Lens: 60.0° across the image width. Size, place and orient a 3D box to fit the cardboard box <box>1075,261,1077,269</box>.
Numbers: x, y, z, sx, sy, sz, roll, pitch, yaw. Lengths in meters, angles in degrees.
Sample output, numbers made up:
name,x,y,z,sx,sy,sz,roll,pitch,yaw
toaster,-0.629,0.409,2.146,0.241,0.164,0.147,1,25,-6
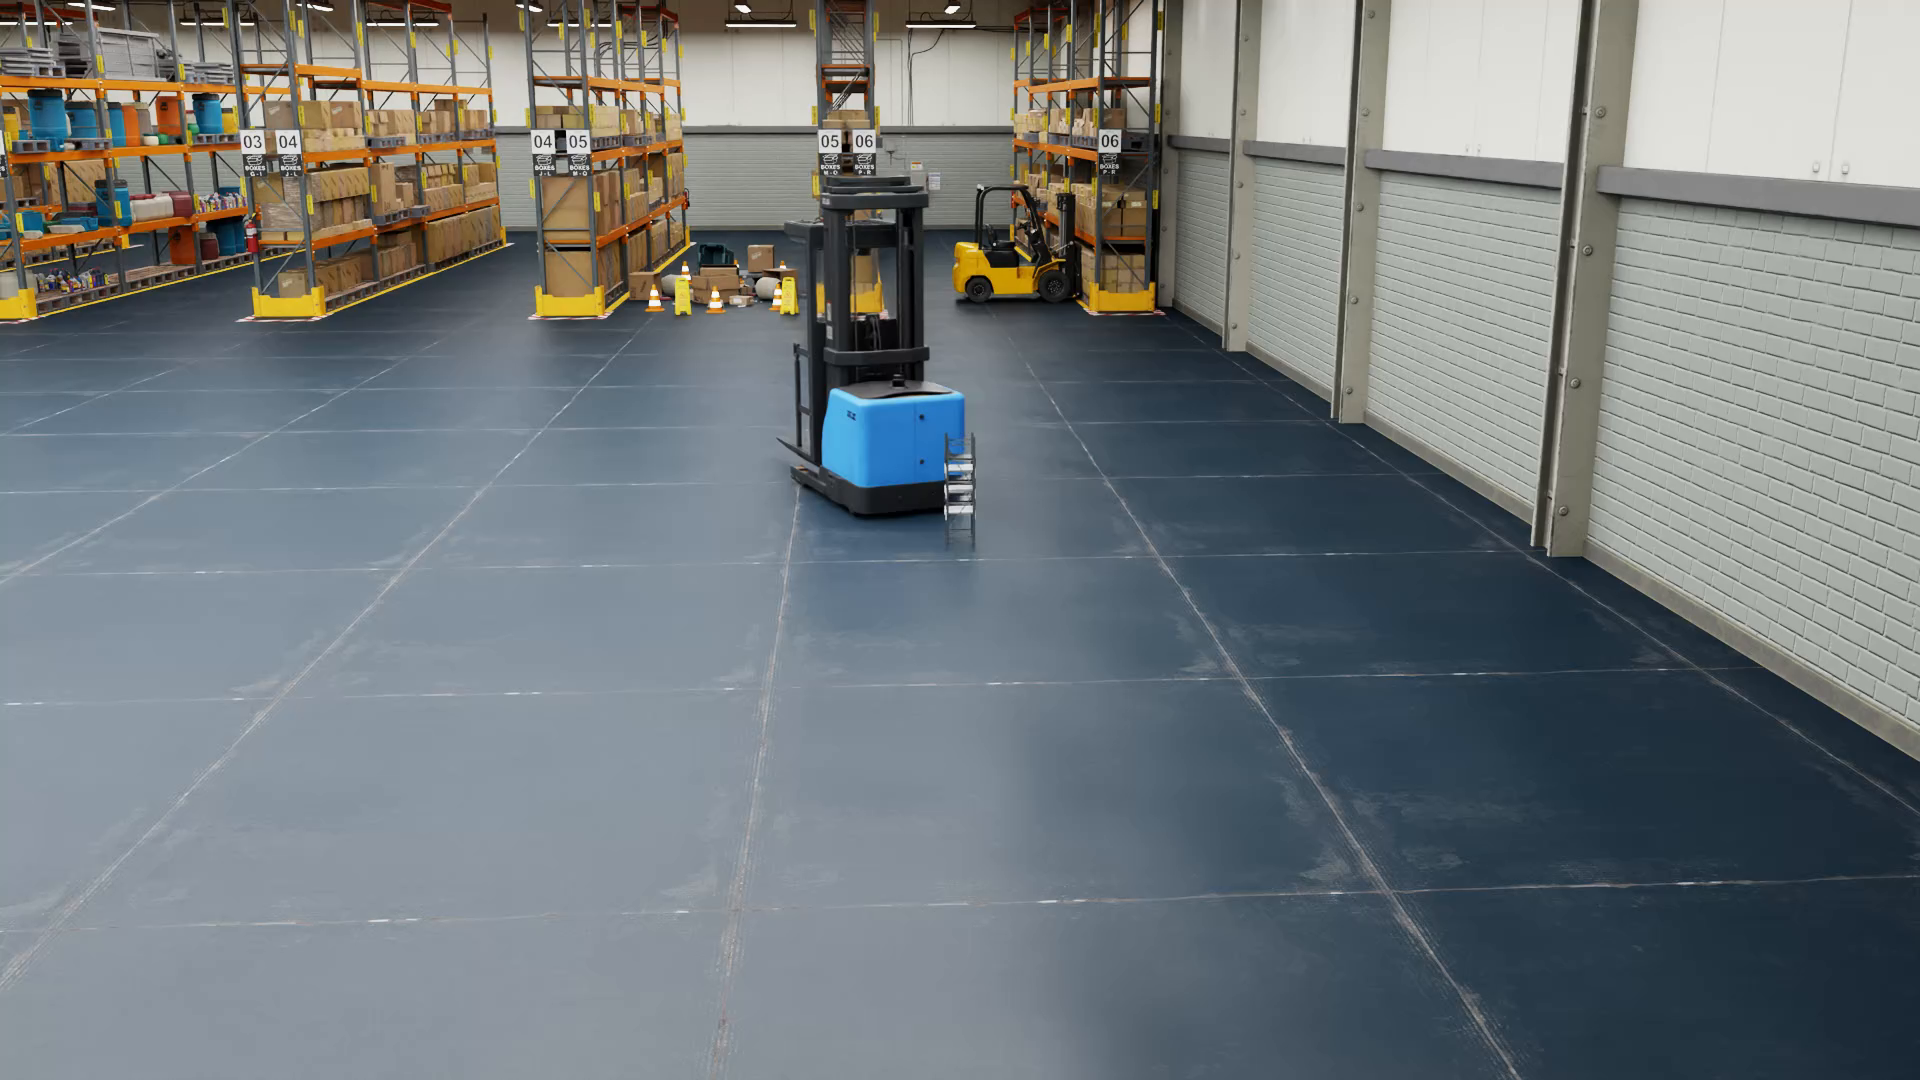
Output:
name,x,y,z,sx,sy,sz,roll,pitch,yaw
cardboard box,2.511,-5.265,32.143,0.500,0.250,0.500,-1,14,-4

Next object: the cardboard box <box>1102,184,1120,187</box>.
name,x,y,z,sx,sy,sz,roll,pitch,yaw
cardboard box,3.002,-7.021,33.197,0.380,0.149,0.250,-1,14,-5

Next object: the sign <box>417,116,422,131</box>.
name,x,y,z,sx,sy,sz,roll,pitch,yaw
sign,-11.845,-9.128,36.425,0.100,0.325,0.005,-1,14,-3

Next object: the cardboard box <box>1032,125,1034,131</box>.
name,x,y,z,sx,sy,sz,roll,pitch,yaw
cardboard box,1.905,-9.827,39.642,0.380,0.149,0.250,-1,14,-2

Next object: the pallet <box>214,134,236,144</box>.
name,x,y,z,sx,sy,sz,roll,pitch,yaw
pallet,-17.358,-9.221,38.204,1.003,0.211,1.213,-1,14,-3

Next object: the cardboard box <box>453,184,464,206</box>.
name,x,y,z,sx,sy,sz,roll,pitch,yaw
cardboard box,-12.333,-8.348,40.251,0.500,0.500,0.500,-1,14,-3

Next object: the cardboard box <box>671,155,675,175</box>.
name,x,y,z,sx,sy,sz,roll,pitch,yaw
cardboard box,-7.510,-9.510,42.165,0.500,0.500,0.500,-1,14,-3

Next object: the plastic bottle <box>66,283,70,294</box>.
name,x,y,z,sx,sy,sz,roll,pitch,yaw
plastic bottle,-16.642,-4.690,30.968,0.097,0.201,0.097,0,14,0

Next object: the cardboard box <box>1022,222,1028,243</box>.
name,x,y,z,sx,sy,sz,roll,pitch,yaw
cardboard box,1.984,-8.005,43.292,0.700,0.500,0.500,-1,14,-6

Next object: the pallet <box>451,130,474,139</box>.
name,x,y,z,sx,sy,sz,roll,pitch,yaw
pallet,-12.675,-10.025,41.128,1.003,0.211,1.213,-1,14,-3

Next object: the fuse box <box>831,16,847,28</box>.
name,x,y,z,sx,sy,sz,roll,pitch,yaw
fuse box,-3.615,-15.406,49.422,0.513,0.334,0.176,-1,14,-3

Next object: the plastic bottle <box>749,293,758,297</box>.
name,x,y,z,sx,sy,sz,roll,pitch,yaw
plastic bottle,-4.040,-4.802,32.567,0.133,0.061,0.283,2,15,6

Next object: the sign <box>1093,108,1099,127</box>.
name,x,y,z,sx,sy,sz,roll,pitch,yaw
sign,2.412,-7.496,29.503,0.100,0.325,0.005,-1,14,-3

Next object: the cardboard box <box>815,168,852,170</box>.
name,x,y,z,sx,sy,sz,roll,pitch,yaw
cardboard box,-2.423,-6.886,31.966,0.700,0.500,0.500,-1,14,-5

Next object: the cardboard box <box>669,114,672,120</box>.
name,x,y,z,sx,sy,sz,roll,pitch,yaw
cardboard box,-7.487,-10.682,42.001,0.380,0.149,0.250,0,14,-1

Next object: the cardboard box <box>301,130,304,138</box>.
name,x,y,z,sx,sy,sz,roll,pitch,yaw
cardboard box,-11.677,-7.072,28.975,0.380,0.149,0.250,-1,14,-4

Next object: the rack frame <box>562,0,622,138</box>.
name,x,y,z,sx,sy,sz,roll,pitch,yaw
rack frame,-7.182,-9.379,32.419,1.000,3.000,0.127,-1,14,-3

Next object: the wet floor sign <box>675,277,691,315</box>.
name,x,y,z,sx,sy,sz,roll,pitch,yaw
wet floor sign,-4.956,-4.362,29.684,0.267,0.644,0.232,-3,15,-13

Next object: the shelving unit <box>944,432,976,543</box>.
name,x,y,z,sx,sy,sz,roll,pitch,yaw
shelving unit,0.000,-0.438,13.922,0.258,0.900,0.210,-1,14,-3

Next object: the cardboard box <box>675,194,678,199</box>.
name,x,y,z,sx,sy,sz,roll,pitch,yaw
cardboard box,-7.589,-9.006,43.513,0.380,0.149,0.250,-2,15,-6

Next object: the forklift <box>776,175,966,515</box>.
name,x,y,z,sx,sy,sz,roll,pitch,yaw
forklift,-0.996,-1.965,15.782,1.130,2.935,3.031,-6,16,-23

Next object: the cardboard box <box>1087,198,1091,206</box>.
name,x,y,z,sx,sy,sz,roll,pitch,yaw
cardboard box,2.585,-6.358,31.216,0.380,0.149,0.250,-1,14,-5

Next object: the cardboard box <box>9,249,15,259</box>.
name,x,y,z,sx,sy,sz,roll,pitch,yaw
cardboard box,-22.119,-6.770,38.451,0.500,0.500,0.500,-1,14,-5

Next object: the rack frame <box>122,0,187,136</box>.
name,x,y,z,sx,sy,sz,roll,pitch,yaw
rack frame,-17.330,-10.246,35.788,1.000,3.000,0.127,-1,14,-3

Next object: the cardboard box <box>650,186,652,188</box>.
name,x,y,z,sx,sy,sz,roll,pitch,yaw
cardboard box,-7.330,-8.217,38.410,0.380,0.149,0.250,0,14,-1

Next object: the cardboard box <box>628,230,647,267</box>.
name,x,y,z,sx,sy,sz,roll,pitch,yaw
cardboard box,-7.482,-6.429,36.667,1.050,0.750,0.750,-1,14,-4

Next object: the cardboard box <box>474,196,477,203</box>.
name,x,y,z,sx,sy,sz,roll,pitch,yaw
cardboard box,-12.372,-8.565,41.799,0.380,0.149,0.250,-1,14,-5

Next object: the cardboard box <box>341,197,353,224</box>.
name,x,y,z,sx,sy,sz,roll,pitch,yaw
cardboard box,-12.045,-6.254,31.515,0.875,0.500,0.500,-1,14,-3

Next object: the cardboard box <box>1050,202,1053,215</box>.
name,x,y,z,sx,sy,sz,roll,pitch,yaw
cardboard box,2.268,-7.335,36.817,0.500,0.250,0.500,-1,14,-5

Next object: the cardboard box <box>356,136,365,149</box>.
name,x,y,z,sx,sy,sz,roll,pitch,yaw
cardboard box,-11.850,-7.693,32.186,0.500,0.250,0.500,0,14,-1

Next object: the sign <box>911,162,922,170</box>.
name,x,y,z,sx,sy,sz,roll,pitch,yaw
sign,-1.326,-11.408,50.688,0.339,0.242,0.001,-1,14,-3

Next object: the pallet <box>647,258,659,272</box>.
name,x,y,z,sx,sy,sz,roll,pitch,yaw
pallet,-7.477,-6.312,38.136,1.003,0.211,1.213,-1,14,-3

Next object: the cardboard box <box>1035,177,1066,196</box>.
name,x,y,z,sx,sy,sz,roll,pitch,yaw
cardboard box,2.173,-8.304,39.230,0.797,0.503,0.637,-1,14,-5

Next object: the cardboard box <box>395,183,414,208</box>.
name,x,y,z,sx,sy,sz,roll,pitch,yaw
cardboard box,-12.179,-7.398,35.715,0.700,0.500,0.500,1,14,5

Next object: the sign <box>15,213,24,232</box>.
name,x,y,z,sx,sy,sz,roll,pitch,yaw
sign,-16.285,-5.492,28.797,0.100,0.325,0.005,-1,14,-3

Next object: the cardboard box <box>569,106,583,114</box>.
name,x,y,z,sx,sy,sz,roll,pitch,yaw
cardboard box,-6.637,-7.536,29.135,0.380,0.149,0.250,-1,14,-3

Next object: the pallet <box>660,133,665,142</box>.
name,x,y,z,sx,sy,sz,roll,pitch,yaw
pallet,-7.746,-9.670,39.946,1.213,0.211,1.003,-1,14,-3

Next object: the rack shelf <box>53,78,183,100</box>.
name,x,y,z,sx,sy,sz,roll,pitch,yaw
rack shelf,-17.206,-9.206,33.994,1.077,0.370,4.000,-1,14,-3

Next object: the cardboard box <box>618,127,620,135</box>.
name,x,y,z,sx,sy,sz,roll,pitch,yaw
cardboard box,-6.840,-7.971,32.426,0.380,0.149,0.250,-1,14,-4

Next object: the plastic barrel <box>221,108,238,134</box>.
name,x,y,z,sx,sy,sz,roll,pitch,yaw
plastic barrel,-17.319,-9.858,39.082,0.600,0.588,0.600,0,14,0

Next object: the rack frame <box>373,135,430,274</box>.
name,x,y,z,sx,sy,sz,roll,pitch,yaw
rack frame,-12.387,-7.417,36.833,1.000,3.000,0.127,-1,14,-3

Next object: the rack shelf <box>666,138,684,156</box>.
name,x,y,z,sx,sy,sz,roll,pitch,yaw
rack shelf,-7.802,-10.065,42.548,1.077,0.370,4.000,-1,14,-3

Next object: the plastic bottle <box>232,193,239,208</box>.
name,x,y,z,sx,sy,sz,roll,pitch,yaw
plastic bottle,-17.183,-8.042,39.361,0.144,0.351,0.185,-1,14,-3

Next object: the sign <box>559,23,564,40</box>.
name,x,y,z,sx,sy,sz,roll,pitch,yaw
sign,-7.723,-9.858,32.248,0.100,0.325,0.005,-1,14,-3

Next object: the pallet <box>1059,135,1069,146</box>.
name,x,y,z,sx,sy,sz,roll,pitch,yaw
pallet,2.662,-8.563,35.647,1.003,0.211,1.213,0,14,-1

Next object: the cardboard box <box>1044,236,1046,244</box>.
name,x,y,z,sx,sy,sz,roll,pitch,yaw
cardboard box,2.218,-6.742,38.384,0.500,0.500,0.500,0,14,-2

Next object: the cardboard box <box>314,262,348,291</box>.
name,x,y,z,sx,sy,sz,roll,pitch,yaw
cardboard box,-11.994,-5.019,31.688,0.500,0.500,0.500,-2,15,-8

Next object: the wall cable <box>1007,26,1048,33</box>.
name,x,y,z,sx,sy,sz,roll,pitch,yaw
wall cable,2.891,-16.659,49.553,2.988,3.039,0.133,-1,14,-3

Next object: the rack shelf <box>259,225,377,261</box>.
name,x,y,z,sx,sy,sz,roll,pitch,yaw
rack shelf,-12.015,-5.576,31.123,1.077,0.370,4.000,-1,14,-3

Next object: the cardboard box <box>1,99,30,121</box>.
name,x,y,z,sx,sy,sz,roll,pitch,yaw
cardboard box,-22.590,-10.365,40.065,0.700,0.500,0.500,-1,14,-3

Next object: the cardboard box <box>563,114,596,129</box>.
name,x,y,z,sx,sy,sz,roll,pitch,yaw
cardboard box,-6.708,-7.379,29.325,0.500,0.250,0.500,-1,14,-4
